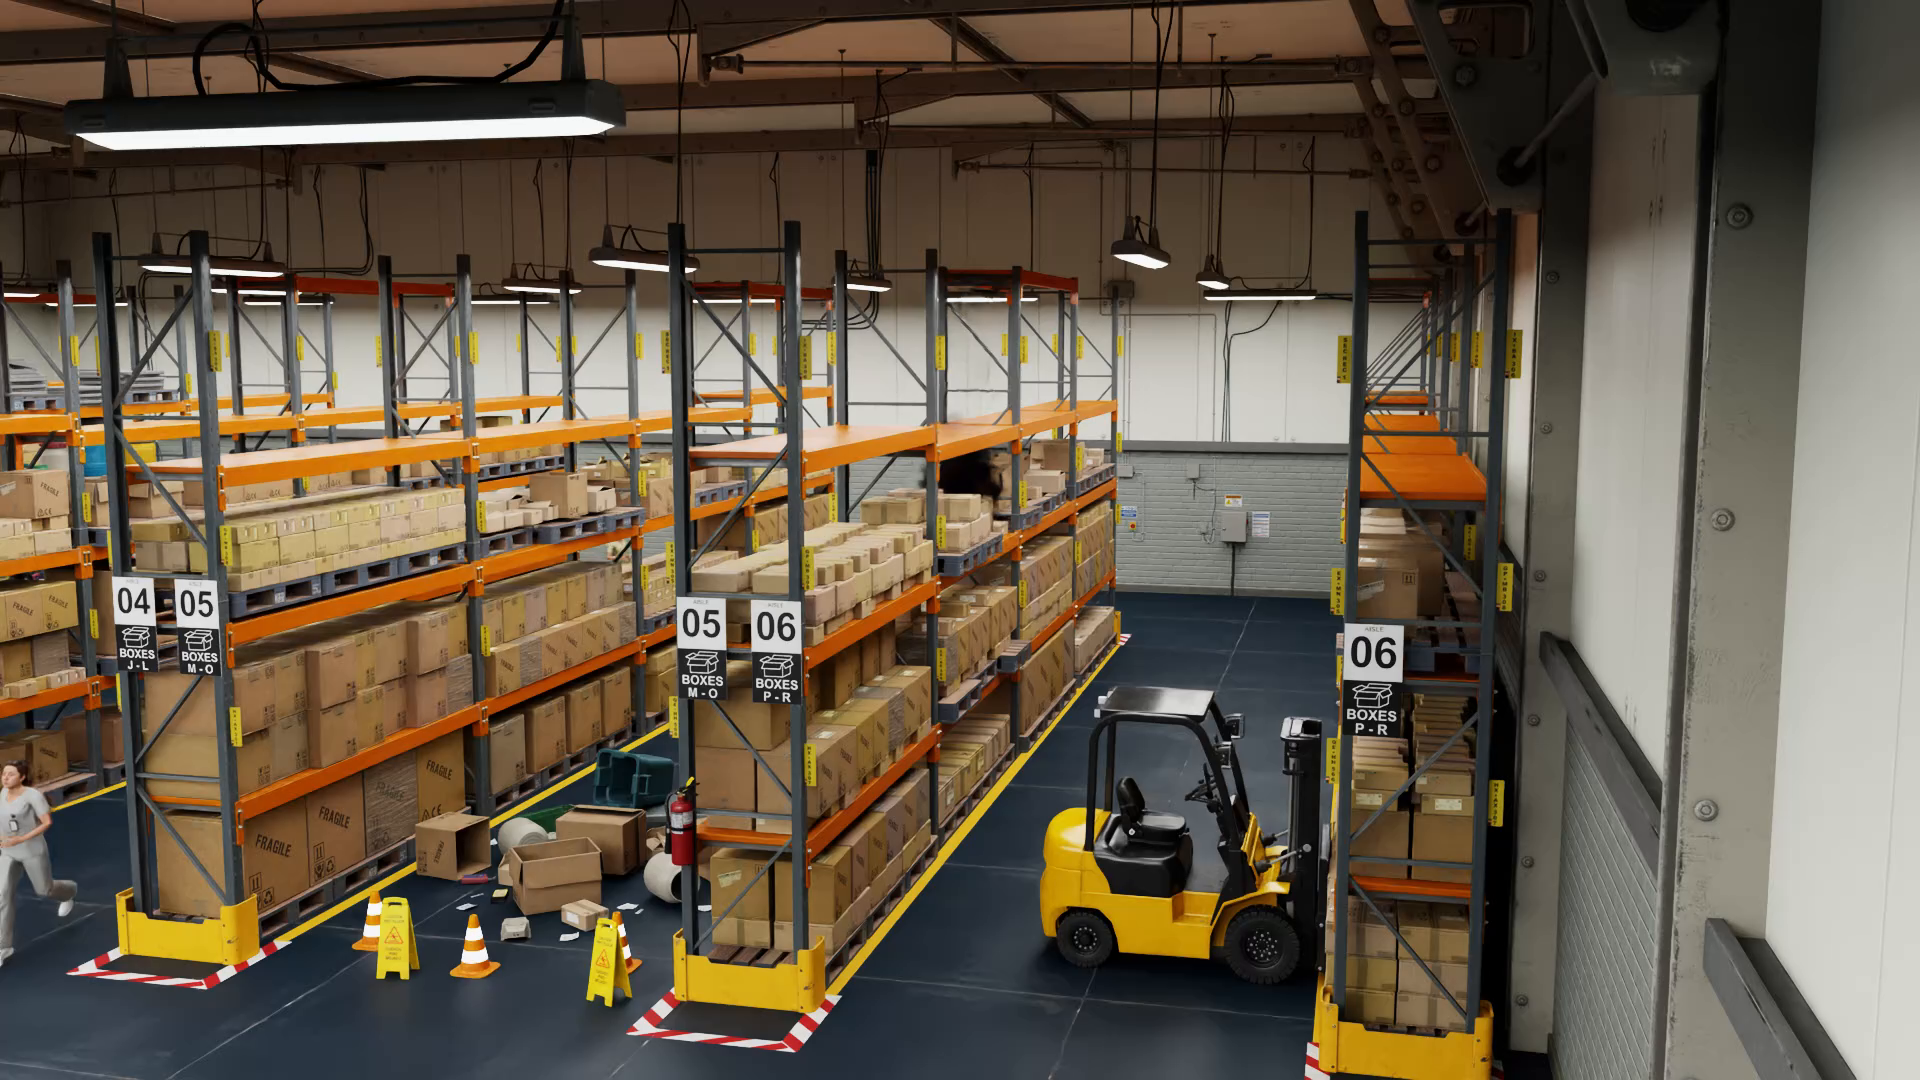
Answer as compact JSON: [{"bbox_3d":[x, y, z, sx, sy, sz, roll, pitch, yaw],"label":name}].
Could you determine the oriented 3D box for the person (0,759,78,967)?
[{"bbox_3d":[-7.854,2.654,14.031,0.528,1.686,1.111,0,7,3],"label":"person"}]

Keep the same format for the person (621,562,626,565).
[{"bbox_3d":[-5.218,1.174,25.999,0.707,1.678,0.660,1,7,11],"label":"person"}]

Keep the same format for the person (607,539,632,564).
[{"bbox_3d":[-6.331,0.573,31.083,0.943,1.653,0.606,6,9,42],"label":"person"}]
